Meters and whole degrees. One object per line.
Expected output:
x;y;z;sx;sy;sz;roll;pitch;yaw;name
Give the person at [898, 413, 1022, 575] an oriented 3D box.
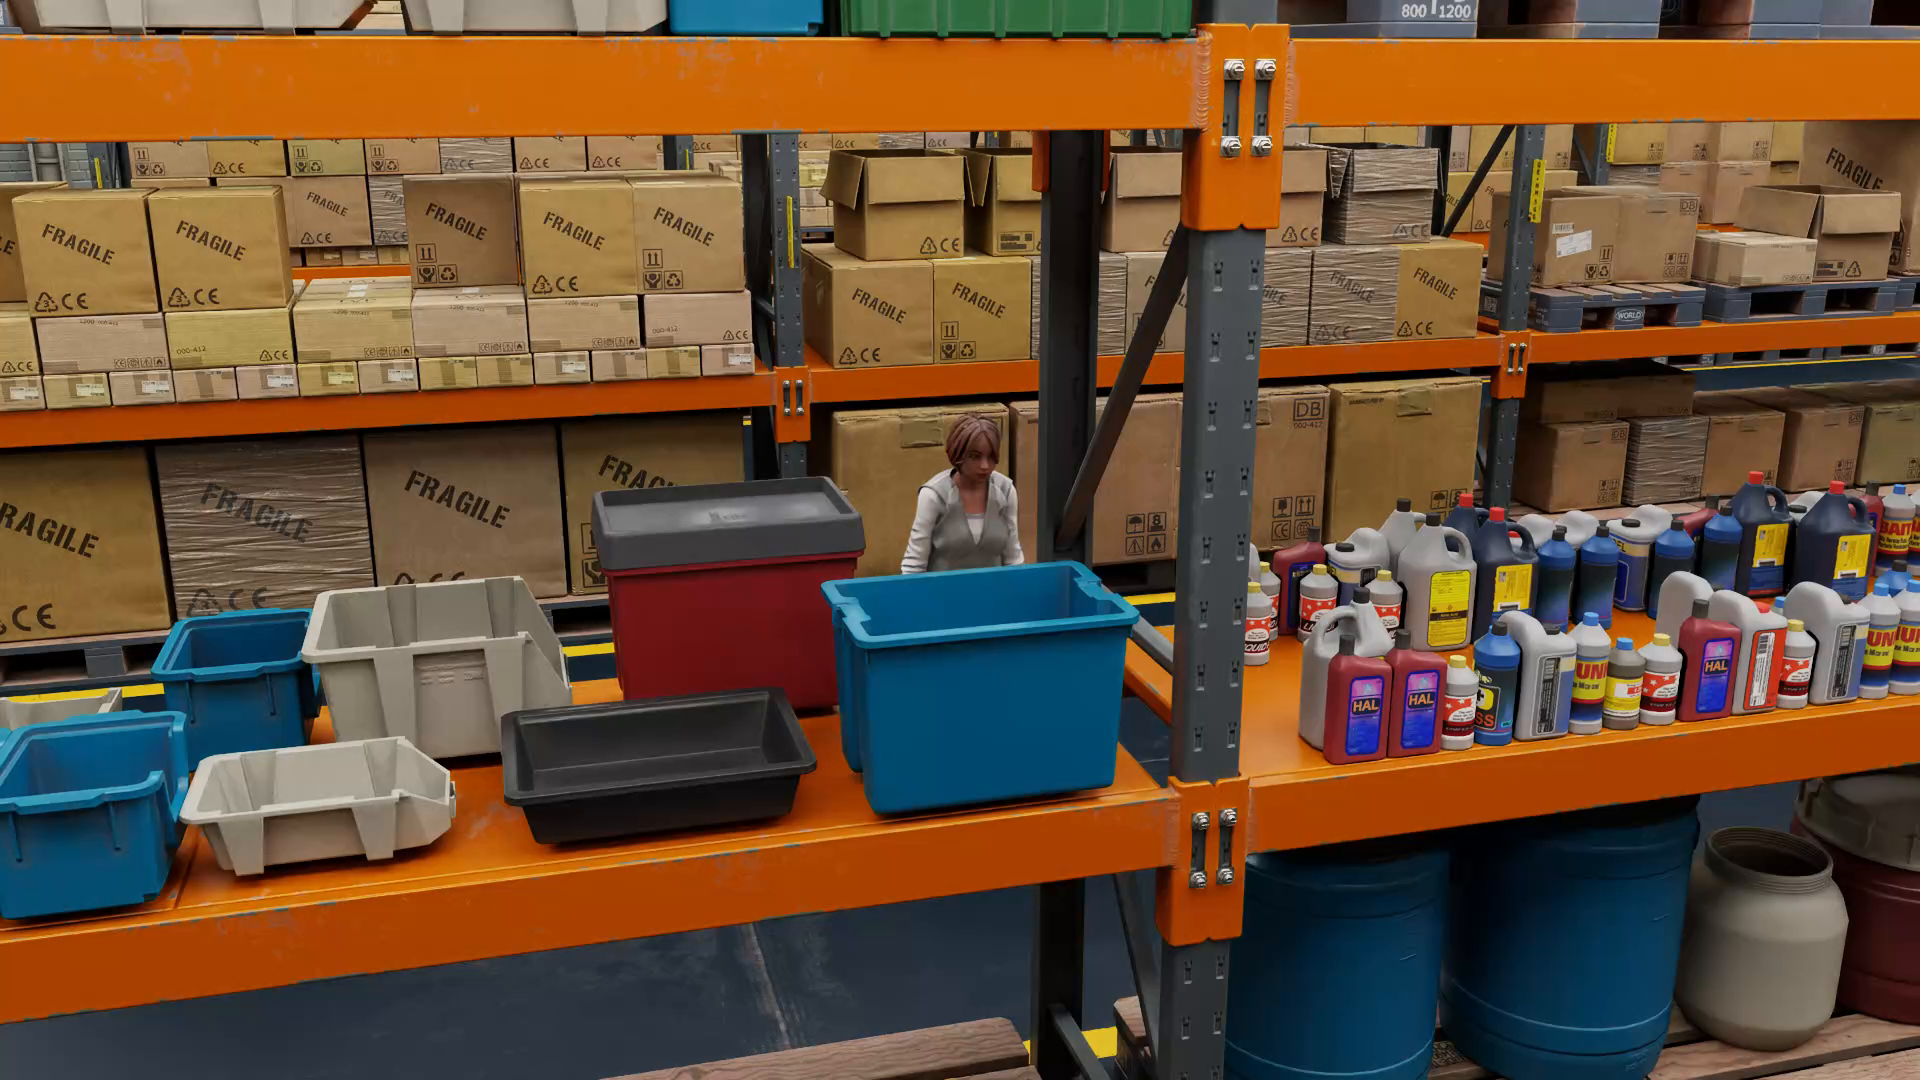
0.008;0.321;5.953;0.464;1.593;0.345;-5;17;-15;person
